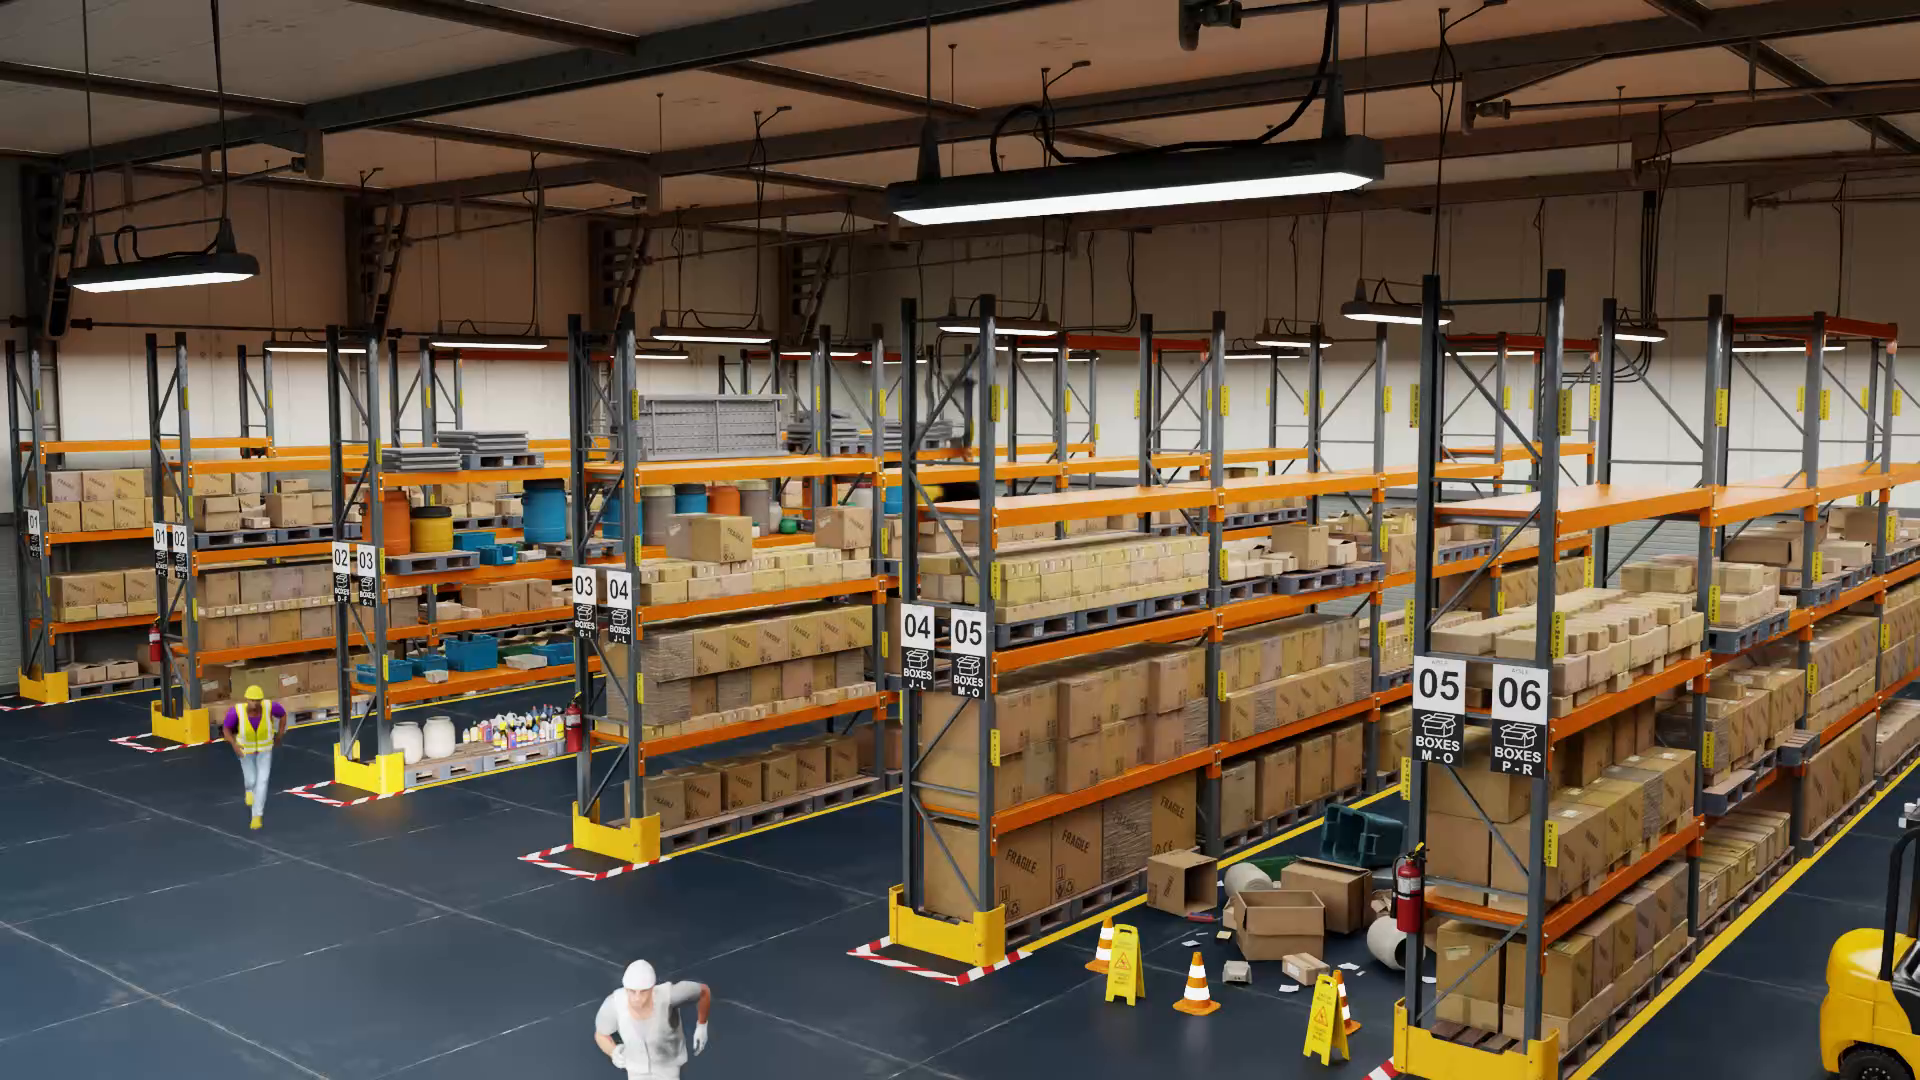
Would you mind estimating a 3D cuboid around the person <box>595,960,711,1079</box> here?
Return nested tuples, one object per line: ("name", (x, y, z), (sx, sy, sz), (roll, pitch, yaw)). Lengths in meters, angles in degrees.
("person", (-1.936, 3.404, 10.602), (0.707, 1.721, 1.026), (0, 5, 1))

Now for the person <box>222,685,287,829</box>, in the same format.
("person", (-8.479, 2.543, 20.001), (0.722, 1.712, 1.029), (-3, 6, -30))
